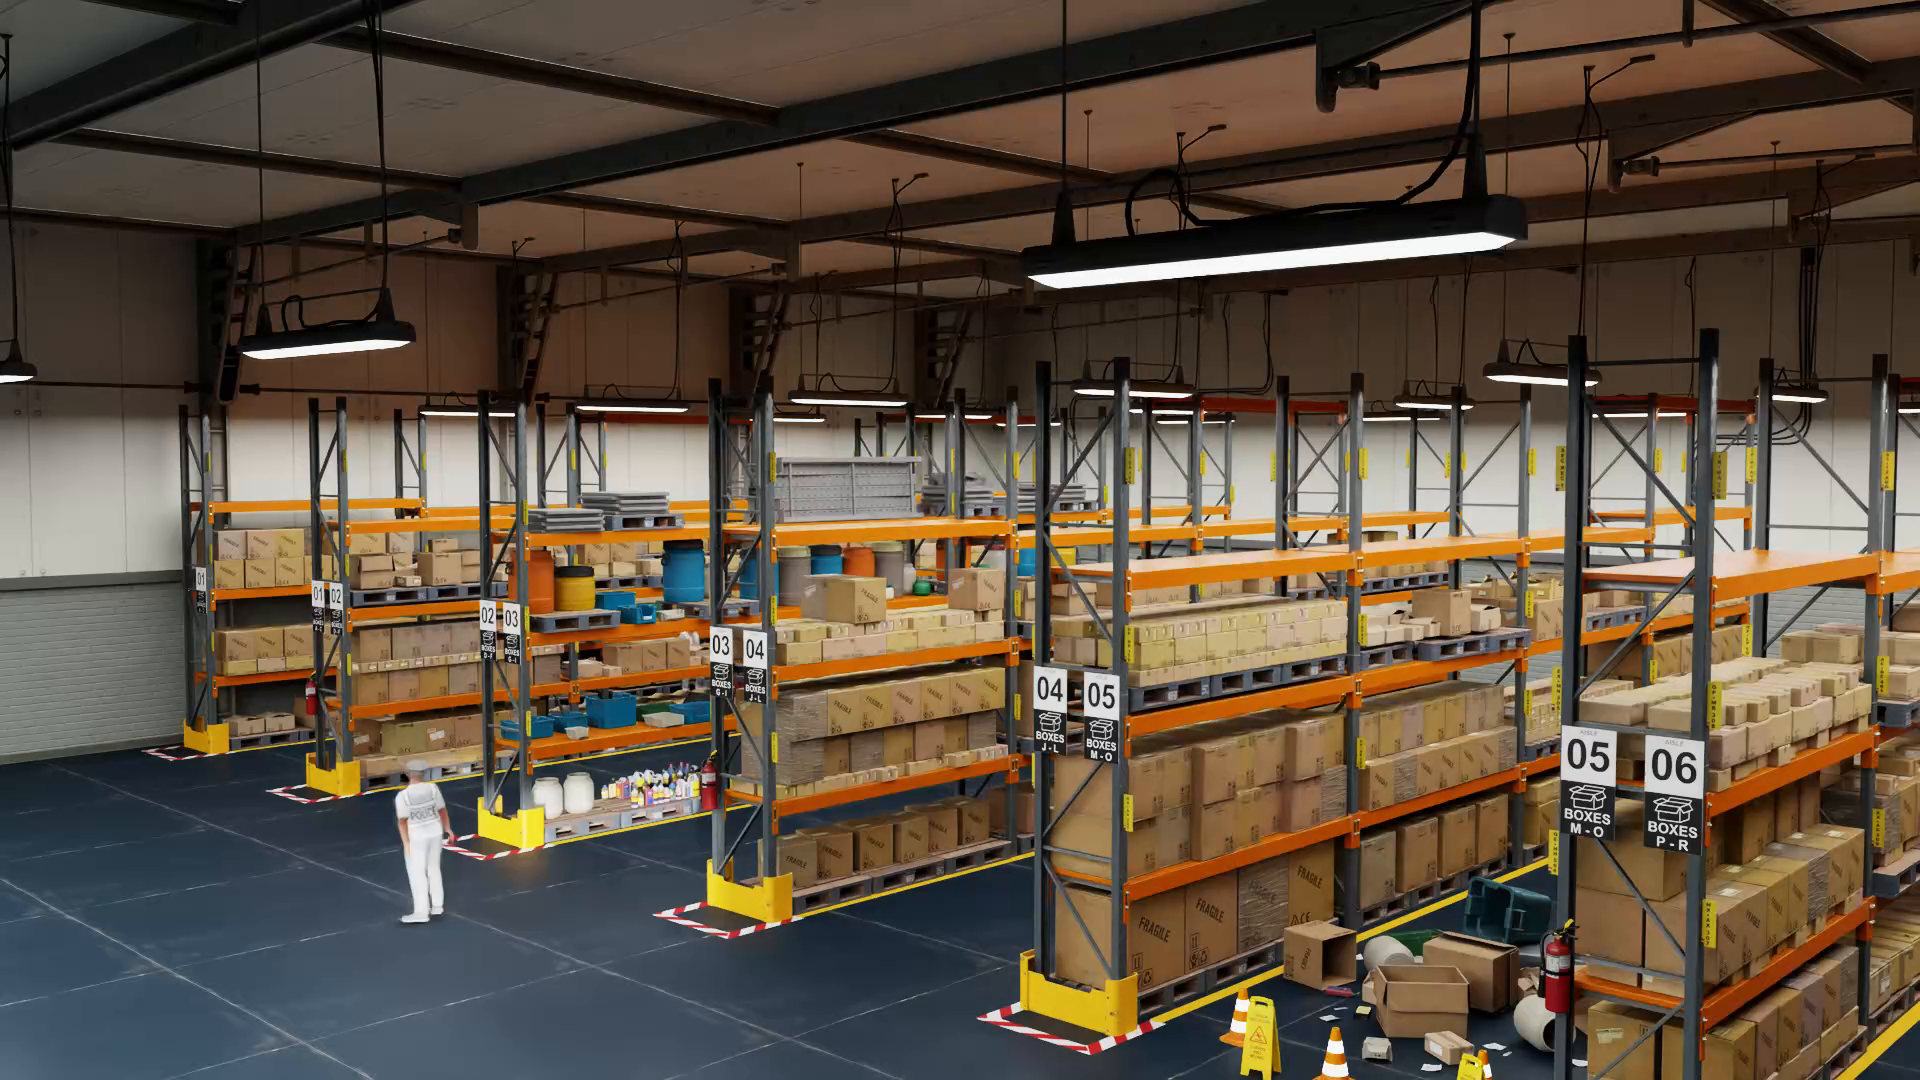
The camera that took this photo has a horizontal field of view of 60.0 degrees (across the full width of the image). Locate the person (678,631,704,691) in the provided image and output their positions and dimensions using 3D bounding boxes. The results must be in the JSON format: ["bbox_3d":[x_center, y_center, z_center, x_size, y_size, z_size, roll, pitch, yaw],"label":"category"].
[{"bbox_3d":[-5.509,2.500,33.939,0.611,1.822,0.361,-2,4,-40],"label":"person"}]

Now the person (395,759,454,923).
[{"bbox_3d":[-5.927,3.321,18.407,0.442,1.805,0.737,2,4,32],"label":"person"}]
